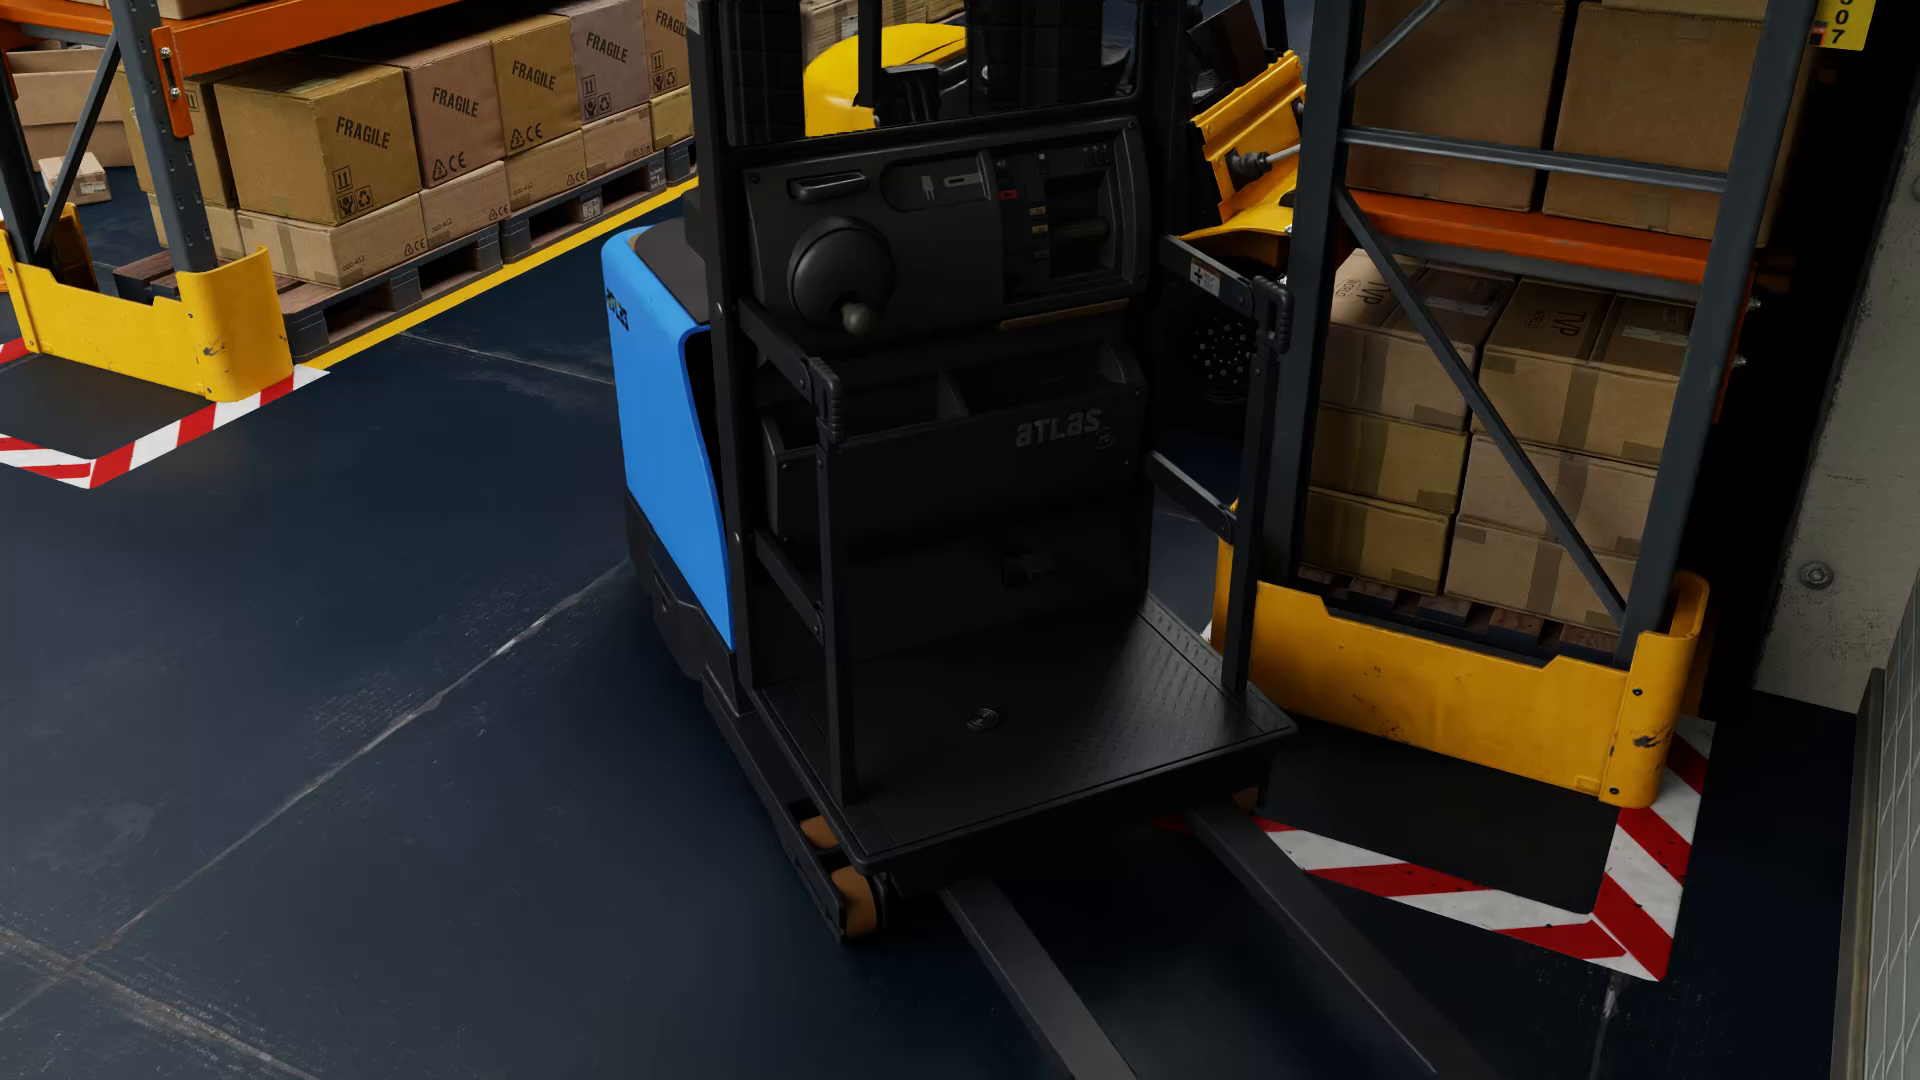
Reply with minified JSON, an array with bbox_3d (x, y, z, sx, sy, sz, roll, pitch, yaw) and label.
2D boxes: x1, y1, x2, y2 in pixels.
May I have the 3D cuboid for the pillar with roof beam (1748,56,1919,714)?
[{"bbox_3d":[-1.450,-4.529,4.100,9.100,9.000,0.400,14,33,23],"label":"pillar with roof beam"}]

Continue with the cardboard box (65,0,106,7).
[{"bbox_3d":[-3.177,-2.076,6.105,0.380,0.149,0.250,15,33,25],"label":"cardboard box"}]

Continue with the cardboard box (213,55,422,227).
[{"bbox_3d":[-2.533,-1.591,6.595,0.500,0.500,0.500,13,32,22],"label":"cardboard box"}]

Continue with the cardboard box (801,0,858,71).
[{"bbox_3d":[-1.098,-3.020,9.713,0.950,0.372,0.625,15,33,24],"label":"cardboard box"}]

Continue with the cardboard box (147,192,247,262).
[{"bbox_3d":[-3.017,-1.390,6.998,0.500,0.250,0.500,14,33,23],"label":"cardboard box"}]

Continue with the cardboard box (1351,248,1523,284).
[{"bbox_3d":[1.423,-0.772,4.918,0.500,0.250,0.500,15,33,24],"label":"cardboard box"}]

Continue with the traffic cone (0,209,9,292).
[{"bbox_3d":[-4.110,-1.354,7.143,0.336,0.463,0.334,14,33,23],"label":"traffic cone"}]

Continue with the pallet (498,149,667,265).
[{"bbox_3d":[-2.164,-1.686,7.974,1.003,0.211,1.213,14,33,23],"label":"pallet"}]

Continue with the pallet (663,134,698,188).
[{"bbox_3d":[-1.609,-2.229,8.919,1.003,0.211,1.213,14,33,23],"label":"pallet"}]

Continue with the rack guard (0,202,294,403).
[{"bbox_3d":[-3.123,-0.920,6.351,1.175,0.500,0.348,14,33,23],"label":"rack guard"}]

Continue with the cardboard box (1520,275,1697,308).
[{"bbox_3d":[1.875,-0.662,4.726,0.500,0.250,0.500,14,33,23],"label":"cardboard box"}]

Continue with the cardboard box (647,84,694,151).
[{"bbox_3d":[-1.599,-2.172,8.360,0.500,0.250,0.500,13,32,22],"label":"cardboard box"}]

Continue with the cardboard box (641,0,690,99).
[{"bbox_3d":[-1.596,-2.510,8.195,0.500,0.500,0.500,15,33,24],"label":"cardboard box"}]

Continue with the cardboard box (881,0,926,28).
[{"bbox_3d":[-0.774,-3.339,10.269,0.950,0.372,0.625,16,34,26],"label":"cardboard box"}]

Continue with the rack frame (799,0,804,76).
[{"bbox_3d":[-1.335,-3.744,8.757,1.000,3.000,0.127,14,33,23],"label":"rack frame"}]

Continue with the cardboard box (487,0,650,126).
[{"bbox_3d":[-1.827,-2.283,7.800,0.500,0.500,0.500,16,34,26],"label":"cardboard box"}]

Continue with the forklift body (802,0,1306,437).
[{"bbox_3d":[0.503,-1.733,6.107,2.313,2.155,1.214,14,33,23],"label":"forklift body"}]

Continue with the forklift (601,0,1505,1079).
[{"bbox_3d":[0.086,-0.629,3.403,1.130,2.935,3.031,-13,32,-22],"label":"forklift"}]

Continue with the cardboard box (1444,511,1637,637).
[{"bbox_3d":[1.661,-0.009,4.594,0.500,0.250,0.500,14,33,23],"label":"cardboard box"}]

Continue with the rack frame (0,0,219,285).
[{"bbox_3d":[-3.157,-1.971,5.669,1.000,3.000,0.127,14,33,23],"label":"rack frame"}]

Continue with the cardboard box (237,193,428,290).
[{"bbox_3d":[-2.543,-1.255,6.763,0.500,0.250,0.500,14,33,23],"label":"cardboard box"}]

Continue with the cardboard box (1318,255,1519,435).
[{"bbox_3d":[1.195,-0.544,4.521,0.500,0.250,0.500,15,33,25],"label":"cardboard box"}]

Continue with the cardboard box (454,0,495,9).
[{"bbox_3d":[-2.315,-2.389,7.984,0.500,0.500,0.500,16,34,26],"label":"cardboard box"}]

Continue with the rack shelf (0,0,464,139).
[{"bbox_3d":[-2.246,-2.545,7.393,1.077,0.370,4.000,14,33,23],"label":"rack shelf"}]

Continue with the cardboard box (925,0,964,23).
[{"bbox_3d":[-0.459,-3.648,10.807,0.950,0.372,0.625,15,33,25],"label":"cardboard box"}]

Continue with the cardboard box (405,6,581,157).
[{"bbox_3d":[-2.063,-2.044,7.384,0.500,0.500,0.500,15,33,24],"label":"cardboard box"}]

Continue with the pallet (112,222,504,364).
[{"bbox_3d":[-2.721,-1.147,7.036,1.003,0.211,1.213,14,33,23],"label":"pallet"}]

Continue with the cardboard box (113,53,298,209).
[{"bbox_3d":[-3.024,-1.700,6.784,0.500,0.500,0.500,15,33,24],"label":"cardboard box"}]

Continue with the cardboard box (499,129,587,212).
[{"bbox_3d":[-2.067,-1.725,7.580,0.500,0.250,0.500,17,34,27],"label":"cardboard box"}]

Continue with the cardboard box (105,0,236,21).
[{"bbox_3d":[-2.818,-1.965,5.912,0.380,0.149,0.250,14,33,23],"label":"cardboard box"}]

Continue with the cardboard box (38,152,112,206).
[{"bbox_3d":[-4.359,-1.773,8.189,0.250,0.149,0.380,-18,34,-28],"label":"cardboard box"}]

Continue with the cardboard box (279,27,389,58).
[{"bbox_3d":[-2.790,-1.932,7.189,0.500,0.500,0.500,16,33,25],"label":"cardboard box"}]

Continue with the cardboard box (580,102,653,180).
[{"bbox_3d":[-1.834,-1.948,7.969,0.500,0.250,0.500,15,33,24],"label":"cardboard box"}]

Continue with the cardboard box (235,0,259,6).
[{"bbox_3d":[-2.716,-2.081,6.113,0.380,0.149,0.250,15,33,24],"label":"cardboard box"}]

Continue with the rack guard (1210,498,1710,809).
[{"bbox_3d":[1.252,0.248,4.315,1.175,0.500,0.348,14,33,23],"label":"rack guard"}]

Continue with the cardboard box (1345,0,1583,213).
[{"bbox_3d":[1.254,-1.167,4.170,0.500,0.500,0.500,14,33,22],"label":"cardboard box"}]

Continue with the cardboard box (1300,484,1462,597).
[{"bbox_3d":[1.196,-0.116,4.779,0.500,0.250,0.500,15,33,24],"label":"cardboard box"}]

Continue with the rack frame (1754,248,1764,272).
[{"bbox_3d":[3.086,-2.619,6.799,1.000,3.000,0.127,14,33,23],"label":"rack frame"}]

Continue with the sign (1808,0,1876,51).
[{"bbox_3d":[1.755,-1.127,3.252,0.100,0.325,0.005,14,33,23],"label":"sign"}]

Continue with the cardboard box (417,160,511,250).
[{"bbox_3d":[-2.304,-1.480,7.154,0.500,0.250,0.500,16,33,25],"label":"cardboard box"}]

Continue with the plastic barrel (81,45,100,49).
[{"bbox_3d":[-4.939,-2.854,9.795,0.421,0.421,0.512,-12,32,-20],"label":"plastic barrel"}]

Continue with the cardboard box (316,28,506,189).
[{"bbox_3d":[-2.299,-1.824,7.000,0.500,0.500,0.500,13,32,21],"label":"cardboard box"}]

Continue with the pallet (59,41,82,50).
[{"bbox_3d":[-6.204,-3.293,10.773,1.003,0.211,1.213,14,33,23],"label":"pallet"}]

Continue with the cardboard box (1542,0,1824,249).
[{"bbox_3d":[1.736,-1.046,3.959,0.500,0.500,0.500,15,33,25],"label":"cardboard box"}]

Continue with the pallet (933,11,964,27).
[{"bbox_3d":[-0.427,-3.423,10.999,1.003,0.211,1.213,14,33,23],"label":"pallet"}]

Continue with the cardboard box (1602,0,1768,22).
[{"bbox_3d":[1.649,-1.262,3.684,0.380,0.149,0.250,13,32,22],"label":"cardboard box"}]

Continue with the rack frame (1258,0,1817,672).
[{"bbox_3d":[1.263,-0.846,3.711,1.000,3.000,0.127,14,33,23],"label":"rack frame"}]

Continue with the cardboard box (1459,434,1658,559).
[{"bbox_3d":[1.662,-0.214,4.448,0.500,0.250,0.500,15,33,24],"label":"cardboard box"}]

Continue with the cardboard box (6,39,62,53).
[{"bbox_3d":[-5.581,-2.818,9.653,0.500,0.500,0.500,21,36,32],"label":"cardboard box"}]

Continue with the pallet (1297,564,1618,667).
[{"bbox_3d":[1.574,0.014,5.013,1.003,0.211,1.213,14,33,23],"label":"pallet"}]

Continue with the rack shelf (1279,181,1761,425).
[{"bbox_3d":[2.174,-1.421,5.435,1.077,0.370,4.000,14,33,23],"label":"rack shelf"}]

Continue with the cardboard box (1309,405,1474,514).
[{"bbox_3d":[1.207,-0.339,4.666,0.500,0.250,0.500,14,33,23],"label":"cardboard box"}]

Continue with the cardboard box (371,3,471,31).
[{"bbox_3d":[-2.553,-2.154,7.575,0.500,0.500,0.500,14,33,22],"label":"cardboard box"}]

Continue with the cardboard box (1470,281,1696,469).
[{"bbox_3d":[1.651,-0.440,4.339,0.500,0.250,0.500,14,33,23],"label":"cardboard box"}]

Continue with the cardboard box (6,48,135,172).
[{"bbox_3d":[-4.611,-2.241,8.647,0.797,0.503,0.637,-7,31,-11],"label":"cardboard box"}]
